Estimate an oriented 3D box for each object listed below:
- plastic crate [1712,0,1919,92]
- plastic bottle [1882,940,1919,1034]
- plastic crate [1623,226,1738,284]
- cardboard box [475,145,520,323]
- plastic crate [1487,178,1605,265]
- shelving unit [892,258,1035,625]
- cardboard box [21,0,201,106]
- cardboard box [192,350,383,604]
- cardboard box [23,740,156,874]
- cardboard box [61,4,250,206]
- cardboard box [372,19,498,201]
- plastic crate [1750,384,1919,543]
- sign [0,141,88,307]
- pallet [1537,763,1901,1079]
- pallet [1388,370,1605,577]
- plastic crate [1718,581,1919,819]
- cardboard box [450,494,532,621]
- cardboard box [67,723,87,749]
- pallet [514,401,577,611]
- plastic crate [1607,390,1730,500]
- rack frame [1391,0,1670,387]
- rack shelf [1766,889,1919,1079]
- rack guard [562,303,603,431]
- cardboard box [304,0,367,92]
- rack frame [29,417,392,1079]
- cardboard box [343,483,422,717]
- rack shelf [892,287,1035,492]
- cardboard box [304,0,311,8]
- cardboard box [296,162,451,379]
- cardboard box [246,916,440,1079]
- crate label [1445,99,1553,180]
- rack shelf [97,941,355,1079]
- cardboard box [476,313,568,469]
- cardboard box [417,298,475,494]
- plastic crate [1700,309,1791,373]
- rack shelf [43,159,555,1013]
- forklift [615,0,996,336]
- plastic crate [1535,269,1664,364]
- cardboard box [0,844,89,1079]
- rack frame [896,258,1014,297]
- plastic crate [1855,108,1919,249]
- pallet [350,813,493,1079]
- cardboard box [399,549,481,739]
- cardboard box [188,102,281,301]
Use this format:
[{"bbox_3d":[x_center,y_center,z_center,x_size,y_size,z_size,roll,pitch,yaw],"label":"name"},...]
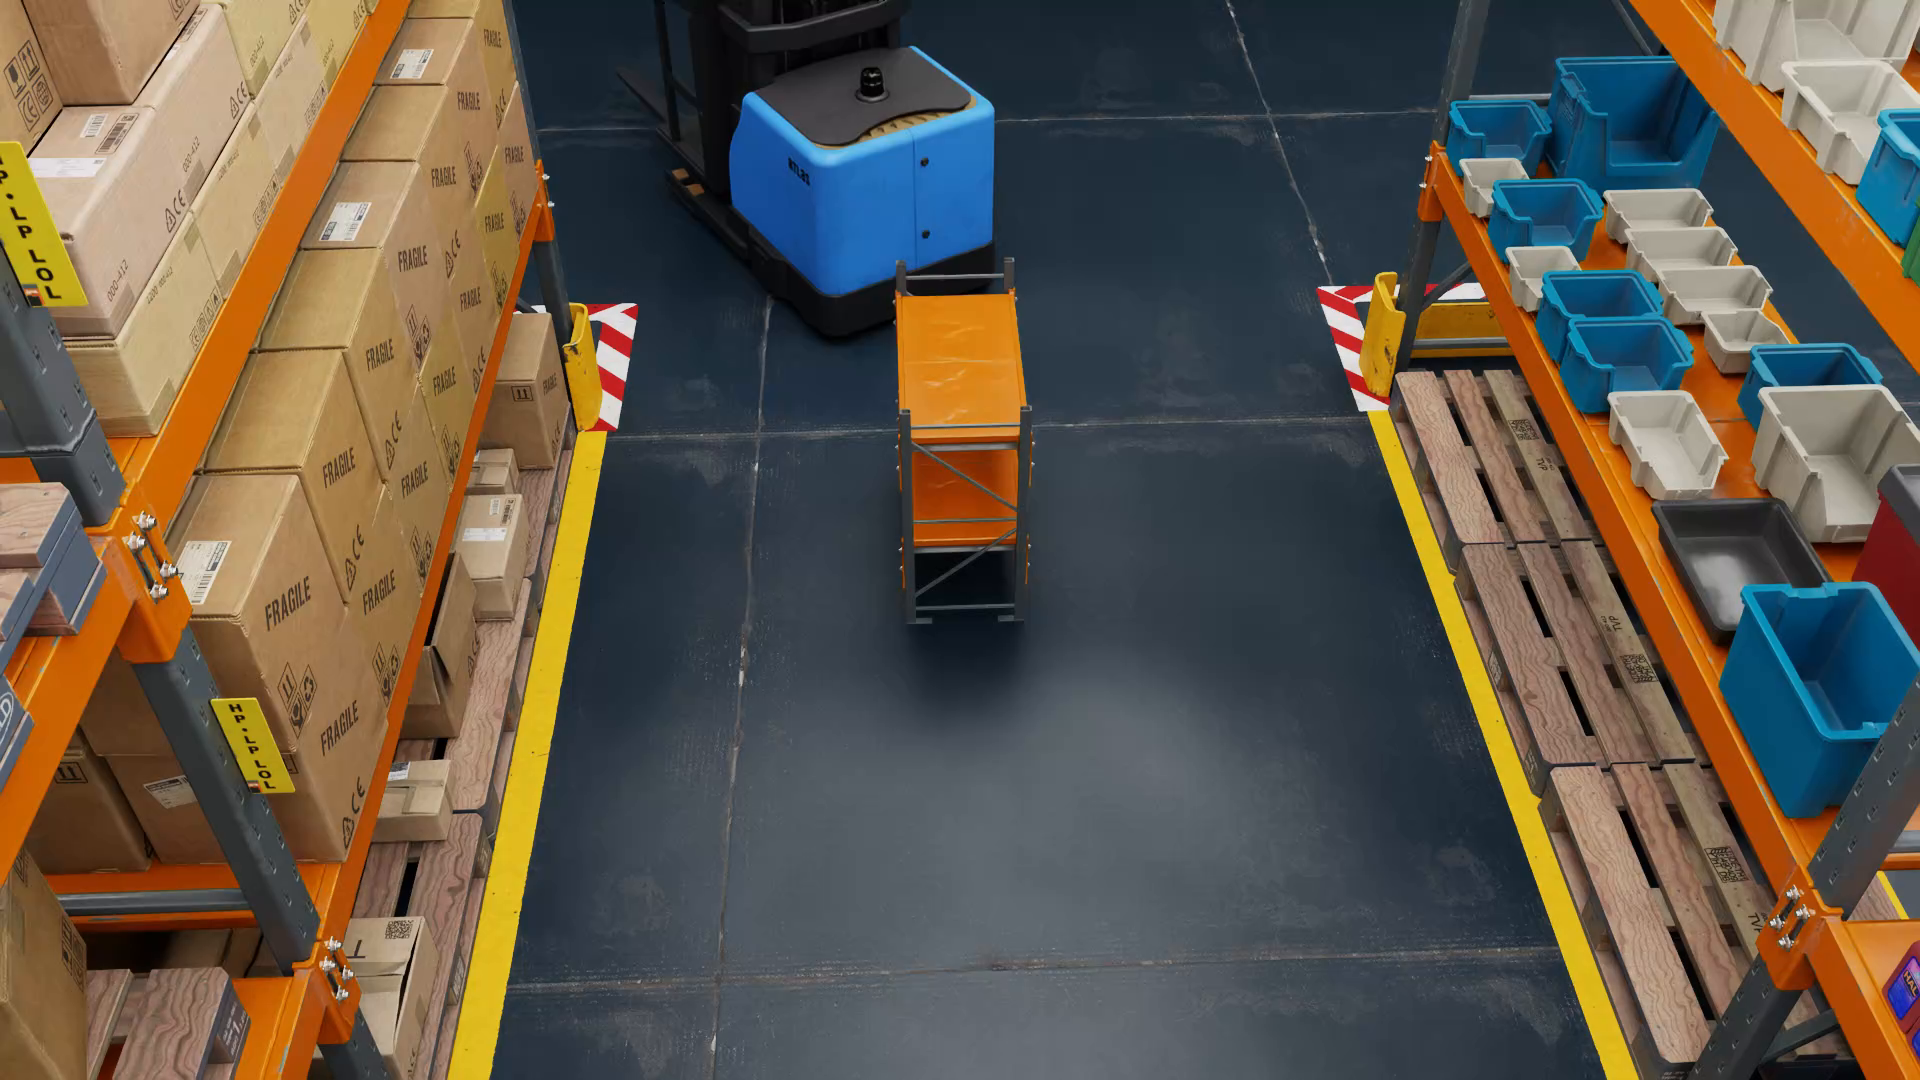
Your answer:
[{"bbox_3d":[2.395,-1.478,4.660,0.437,0.282,0.530,-2,43,-2],"label":"plastic crate"},{"bbox_3d":[2.368,1.082,4.085,0.061,0.283,0.133,-2,43,-2],"label":"plastic bottle"},{"bbox_3d":[2.822,-1.104,6.535,0.396,0.136,0.243,-2,43,-2],"label":"plastic crate"},{"bbox_3d":[-2.023,-1.173,6.386,0.500,0.500,0.500,-1,43,-1],"label":"cardboard box"},{"bbox_3d":[2.319,-1.261,6.635,0.416,0.233,0.300,-2,43,-2],"label":"plastic crate"},{"bbox_3d":[0.000,-0.419,7.025,0.538,1.125,1.048,-2,43,-2],"label":"shelving unit"},{"bbox_3d":[-2.108,-1.261,3.522,0.700,0.500,0.500,-2,43,-2],"label":"cardboard box"},{"bbox_3d":[-1.931,-0.161,4.541,0.500,0.500,0.500,-3,43,-3],"label":"cardboard box"},{"bbox_3d":[-2.448,0.552,4.503,0.500,0.500,0.500,-1,43,-1],"label":"cardboard box"},{"bbox_3d":[-1.966,-0.989,3.779,0.500,0.250,0.500,-2,43,-2],"label":"cardboard box"},{"bbox_3d":[-2.024,-1.553,6.060,0.500,0.500,0.500,-1,43,-1],"label":"cardboard box"},{"bbox_3d":[2.898,-0.235,5.480,0.437,0.282,0.530,-2,43,-2],"label":"plastic crate"},{"bbox_3d":[-1.616,-0.541,2.876,0.100,0.325,0.005,-2,43,-2],"label":"sign"},{"bbox_3d":[2.709,1.312,5.812,1.003,0.211,1.213,-2,43,-2],"label":"pallet"},{"bbox_3d":[2.605,-0.335,7.609,1.003,0.211,1.213,-2,43,-2],"label":"pallet"},{"bbox_3d":[2.418,0.458,4.648,0.392,0.384,0.575,-2,43,-2],"label":"plastic crate"},{"bbox_3d":[-2.060,0.072,6.810,0.500,0.250,0.500,-2,43,-2],"label":"cardboard box"},{"bbox_3d":[-2.450,0.180,4.170,0.500,0.500,0.500,-1,43,-2],"label":"cardboard box"},{"bbox_3d":[-2.302,-0.164,7.422,1.003,0.211,1.213,-2,43,-2],"label":"pallet"},{"bbox_3d":[2.405,-0.312,5.671,0.293,0.136,0.466,-2,43,-2],"label":"plastic crate"},{"bbox_3d":[2.609,-1.921,7.275,1.000,3.000,0.127,-2,43,-2],"label":"rack frame"},{"bbox_3d":[2.864,2.395,3.099,1.077,0.370,4.000,-2,43,-2],"label":"rack shelf"},{"bbox_3d":[-2.337,-0.809,7.912,1.175,0.500,0.348,-2,43,-2],"label":"rack guard"},{"bbox_3d":[-2.005,-1.479,4.685,0.500,0.250,0.500,-2,43,-2],"label":"cardboard box"},{"bbox_3d":[-2.170,0.919,4.177,1.000,3.000,0.127,-2,43,-2],"label":"rack frame"},{"bbox_3d":[-1.944,0.185,4.904,0.500,0.500,0.500,-1,43,-1],"label":"cardboard box"},{"bbox_3d":[0.000,-0.635,6.827,0.538,0.278,1.000,-2,43,-2],"label":"rack shelf"},{"bbox_3d":[-1.997,-1.664,4.516,0.500,0.250,0.500,-2,43,-2],"label":"cardboard box"},{"bbox_3d":[-1.976,-0.857,5.300,0.500,0.500,0.500,0,43,0],"label":"cardboard box"},{"bbox_3d":[-1.972,1.458,5.253,0.500,0.311,0.500,-2,43,-2],"label":"cardboard box"},{"bbox_3d":[2.291,-1.705,7.120,0.416,0.233,0.303,-2,43,-2],"label":"crate label"},{"bbox_3d":[-2.085,2.534,2.947,1.077,0.370,4.000,-2,43,-2],"label":"rack shelf"},{"bbox_3d":[-2.071,-0.662,7.426,0.500,0.500,0.500,-2,43,-2],"label":"cardboard box"},{"bbox_3d":[-1.987,-0.496,5.647,0.500,0.500,0.500,-2,43,-2],"label":"cardboard box"},{"bbox_3d":[2.890,-0.718,6.114,0.298,0.136,0.250,-2,43,-2],"label":"plastic crate"},{"bbox_3d":[-2.255,-0.166,5.893,1.077,0.370,4.000,-2,43,-2],"label":"rack shelf"},{"bbox_3d":[-1.029,-3.084,8.596,1.130,2.935,3.031,-23,47,-23],"label":"forklift"},{"bbox_3d":[2.347,-0.816,6.150,0.416,0.233,0.300,-2,43,-2],"label":"plastic crate"},{"bbox_3d":[-2.373,1.054,3.646,0.700,0.500,0.500,-15,45,-16],"label":"cardboard box"},{"bbox_3d":[-0.022,-0.762,7.399,0.500,1.125,0.032,-2,43,-2],"label":"rack frame"},{"bbox_3d":[2.421,-0.870,4.033,0.416,0.233,0.300,-2,43,-2],"label":"plastic crate"},{"bbox_3d":[-2.198,1.483,5.625,1.003,0.211,1.213,-2,43,-2],"label":"pallet"},{"bbox_3d":[-2.255,0.409,6.256,0.797,0.503,0.637,-2,43,-2],"label":"cardboard box"},{"bbox_3d":[-1.961,-0.804,3.948,0.500,0.250,0.500,-2,43,-2],"label":"cardboard box"}]
